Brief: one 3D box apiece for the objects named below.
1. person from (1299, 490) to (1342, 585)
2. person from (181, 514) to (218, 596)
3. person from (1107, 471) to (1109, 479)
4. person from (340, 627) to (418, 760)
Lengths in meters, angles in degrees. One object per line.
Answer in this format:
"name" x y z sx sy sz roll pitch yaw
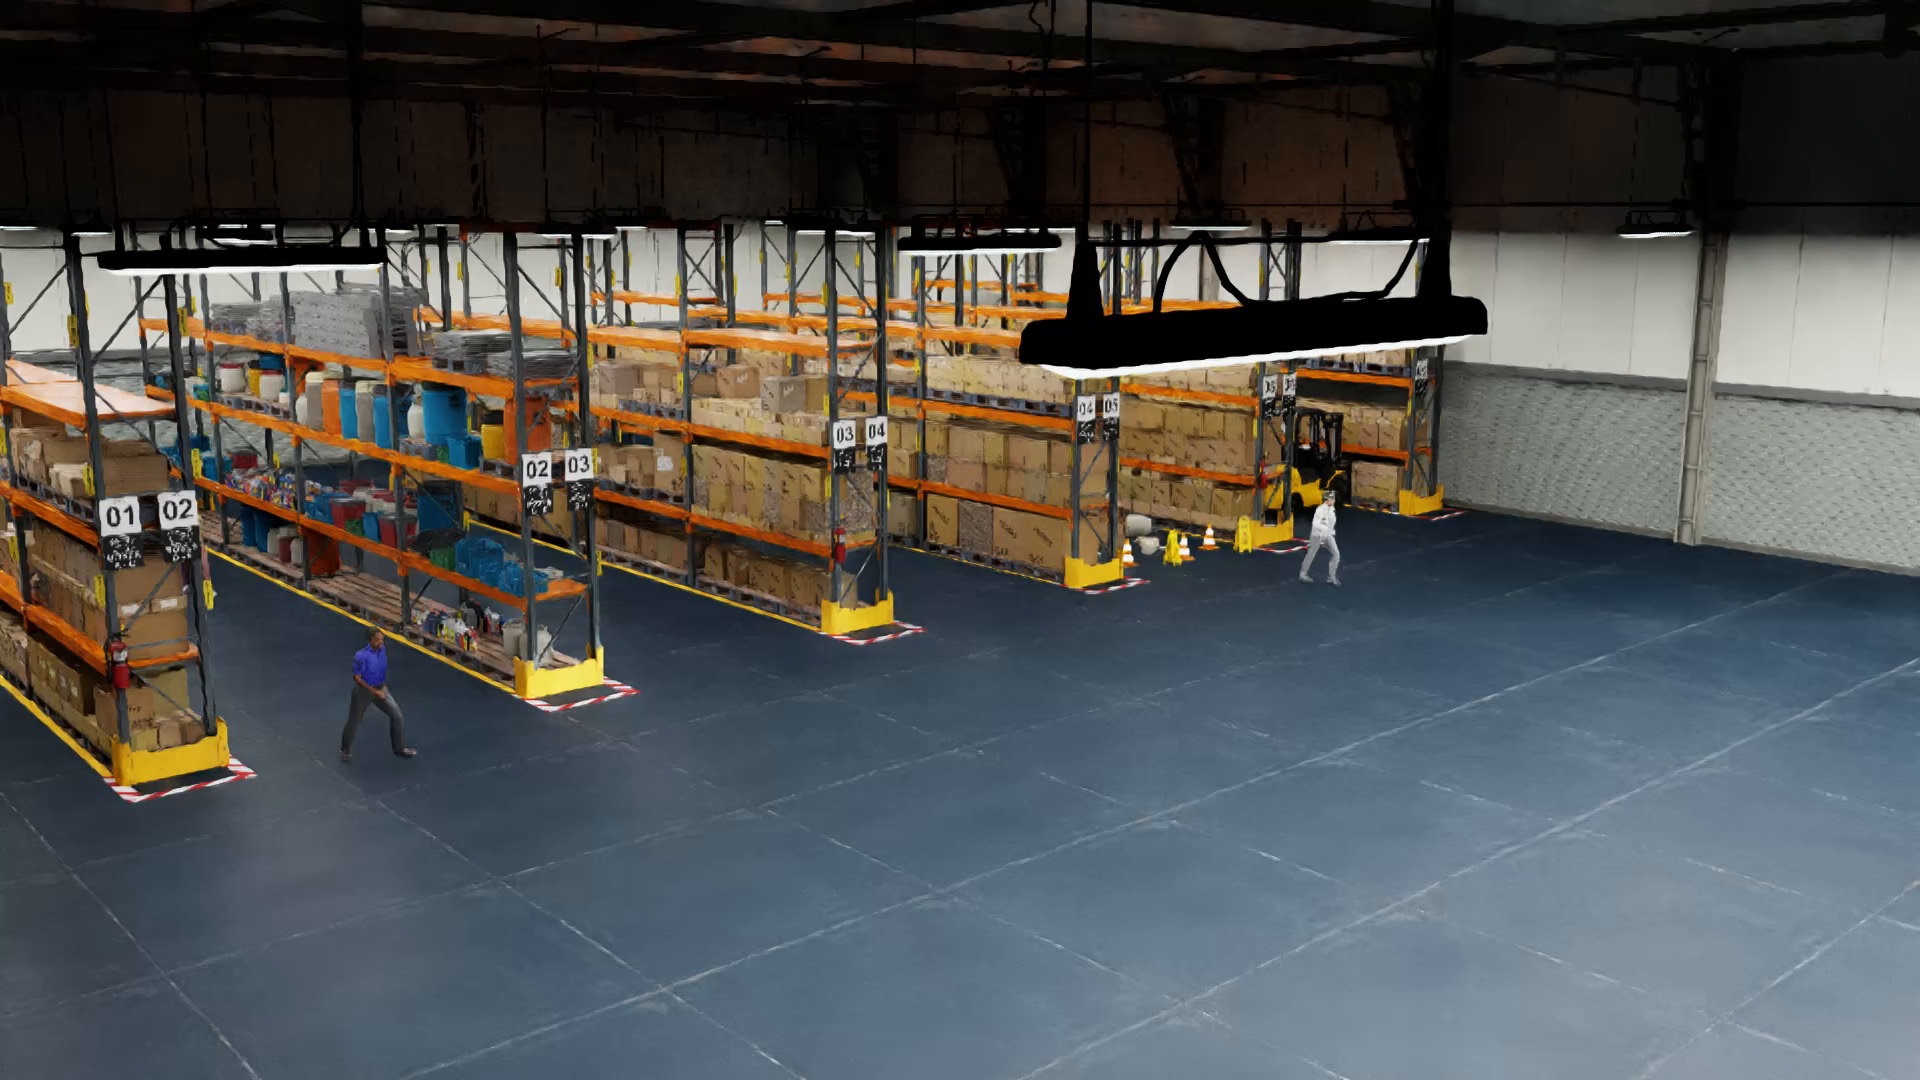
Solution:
"person" 6.139 -0.070 28.133 0.636 1.616 0.814 -8 14 -35
"person" -12.567 0.114 27.205 0.448 1.588 1.110 -9 15 -38
"person" 3.148 -1.823 36.908 0.448 1.557 0.467 -2 12 -9
"person" -6.778 1.755 19.160 0.822 1.577 0.622 7 13 31
